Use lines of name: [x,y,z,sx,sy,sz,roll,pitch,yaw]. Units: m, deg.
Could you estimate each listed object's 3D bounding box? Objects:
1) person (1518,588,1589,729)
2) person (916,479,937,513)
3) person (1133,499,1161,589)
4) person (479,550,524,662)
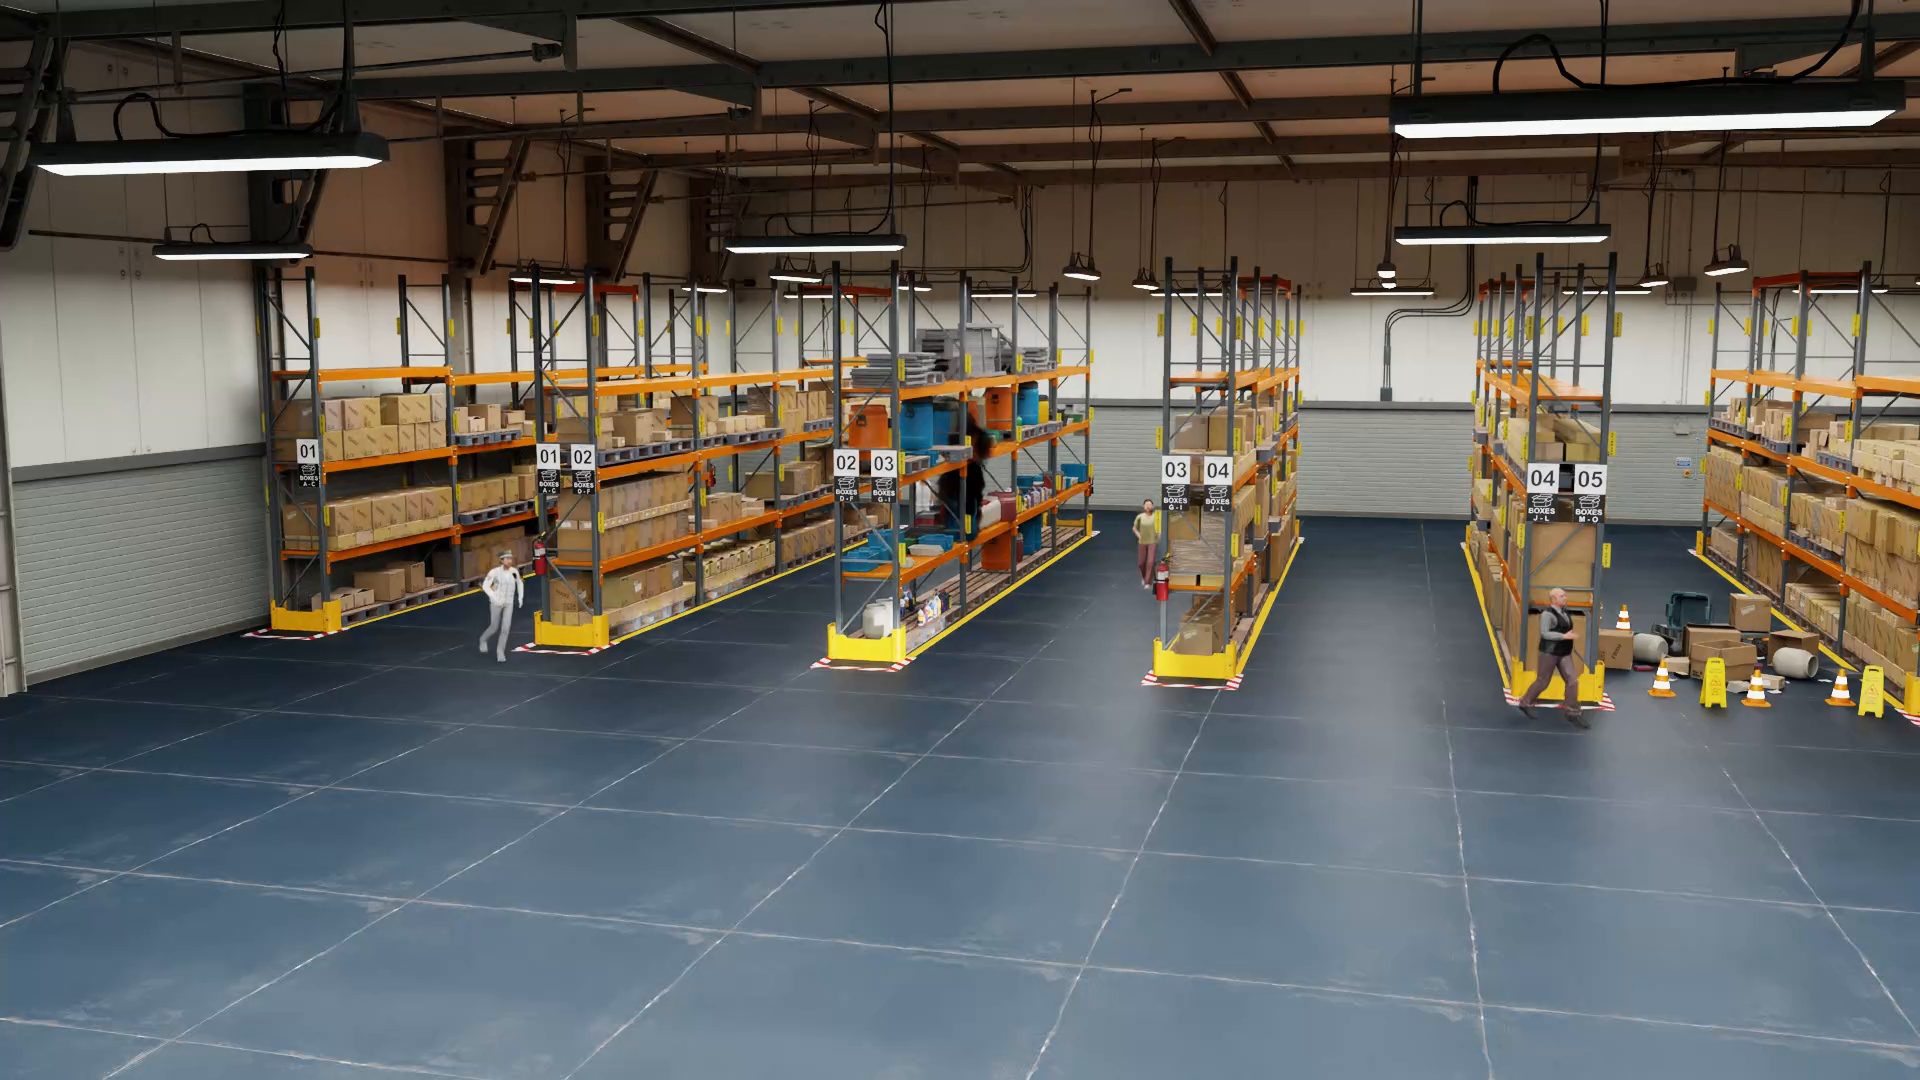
person: [7.510,1.465,20.980,0.666,1.735,0.905,-5,9,-34]
person: [-0.856,-0.768,38.744,0.657,1.752,0.725,0,7,2]
person: [3.431,0.068,30.257,0.581,1.630,0.582,1,7,10]
person: [-6.971,0.969,25.441,0.665,1.666,0.713,-5,9,-36]
